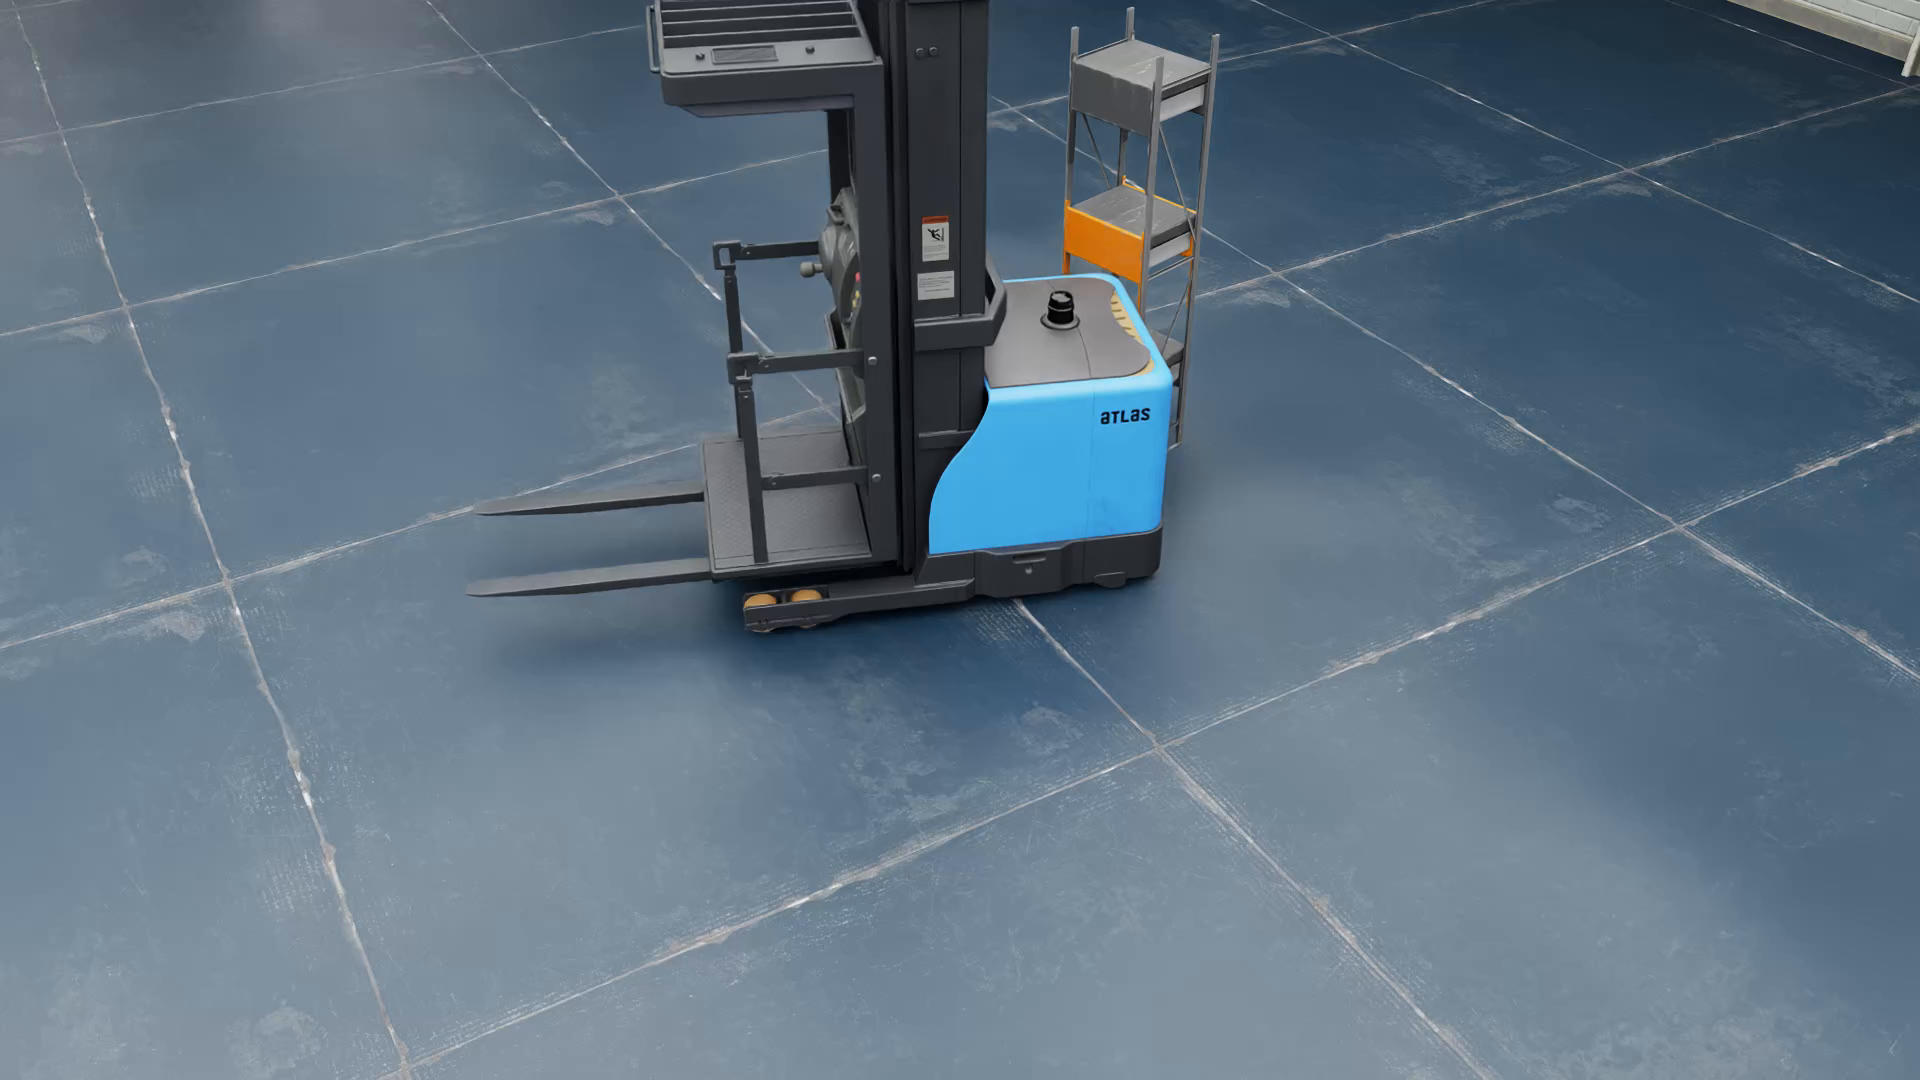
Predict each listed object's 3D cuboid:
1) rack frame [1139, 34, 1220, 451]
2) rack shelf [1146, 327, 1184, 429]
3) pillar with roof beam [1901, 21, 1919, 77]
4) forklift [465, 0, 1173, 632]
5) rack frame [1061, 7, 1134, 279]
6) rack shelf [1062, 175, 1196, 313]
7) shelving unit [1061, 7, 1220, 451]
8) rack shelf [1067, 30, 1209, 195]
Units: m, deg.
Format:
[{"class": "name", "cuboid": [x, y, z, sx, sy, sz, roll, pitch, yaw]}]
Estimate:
[{"class": "rack frame", "cuboid": [0.972, -1.253, 7.686, 0.400, 2.100, 0.015, -30, 45, -34]}, {"class": "rack shelf", "cuboid": [0.803, -0.781, 8.249, 0.431, 0.518, 0.480, -30, 45, -34]}, {"class": "pillar with roof beam", "cuboid": [3.620, -5.821, 8.091, 9.100, 9.000, 0.400, -19, 40, -24]}, {"class": "forklift", "cuboid": [-0.666, -1.121, 6.800, 3.031, 2.935, 1.130, -6, 37, -8]}, {"class": "rack frame", "cuboid": [0.634, -1.461, 7.970, 0.400, 2.100, 0.015, -30, 45, -34]}, {"class": "rack shelf", "cuboid": [0.803, -1.346, 7.836, 0.431, 0.518, 0.480, -30, 45, -34]}, {"class": "shelving unit", "cuboid": [0.803, -1.357, 7.828, 0.431, 2.100, 0.503, -30, 45, -34]}, {"class": "rack shelf", "cuboid": [0.803, -1.912, 7.423, 0.431, 0.518, 0.480, -30, 45, -34]}]
